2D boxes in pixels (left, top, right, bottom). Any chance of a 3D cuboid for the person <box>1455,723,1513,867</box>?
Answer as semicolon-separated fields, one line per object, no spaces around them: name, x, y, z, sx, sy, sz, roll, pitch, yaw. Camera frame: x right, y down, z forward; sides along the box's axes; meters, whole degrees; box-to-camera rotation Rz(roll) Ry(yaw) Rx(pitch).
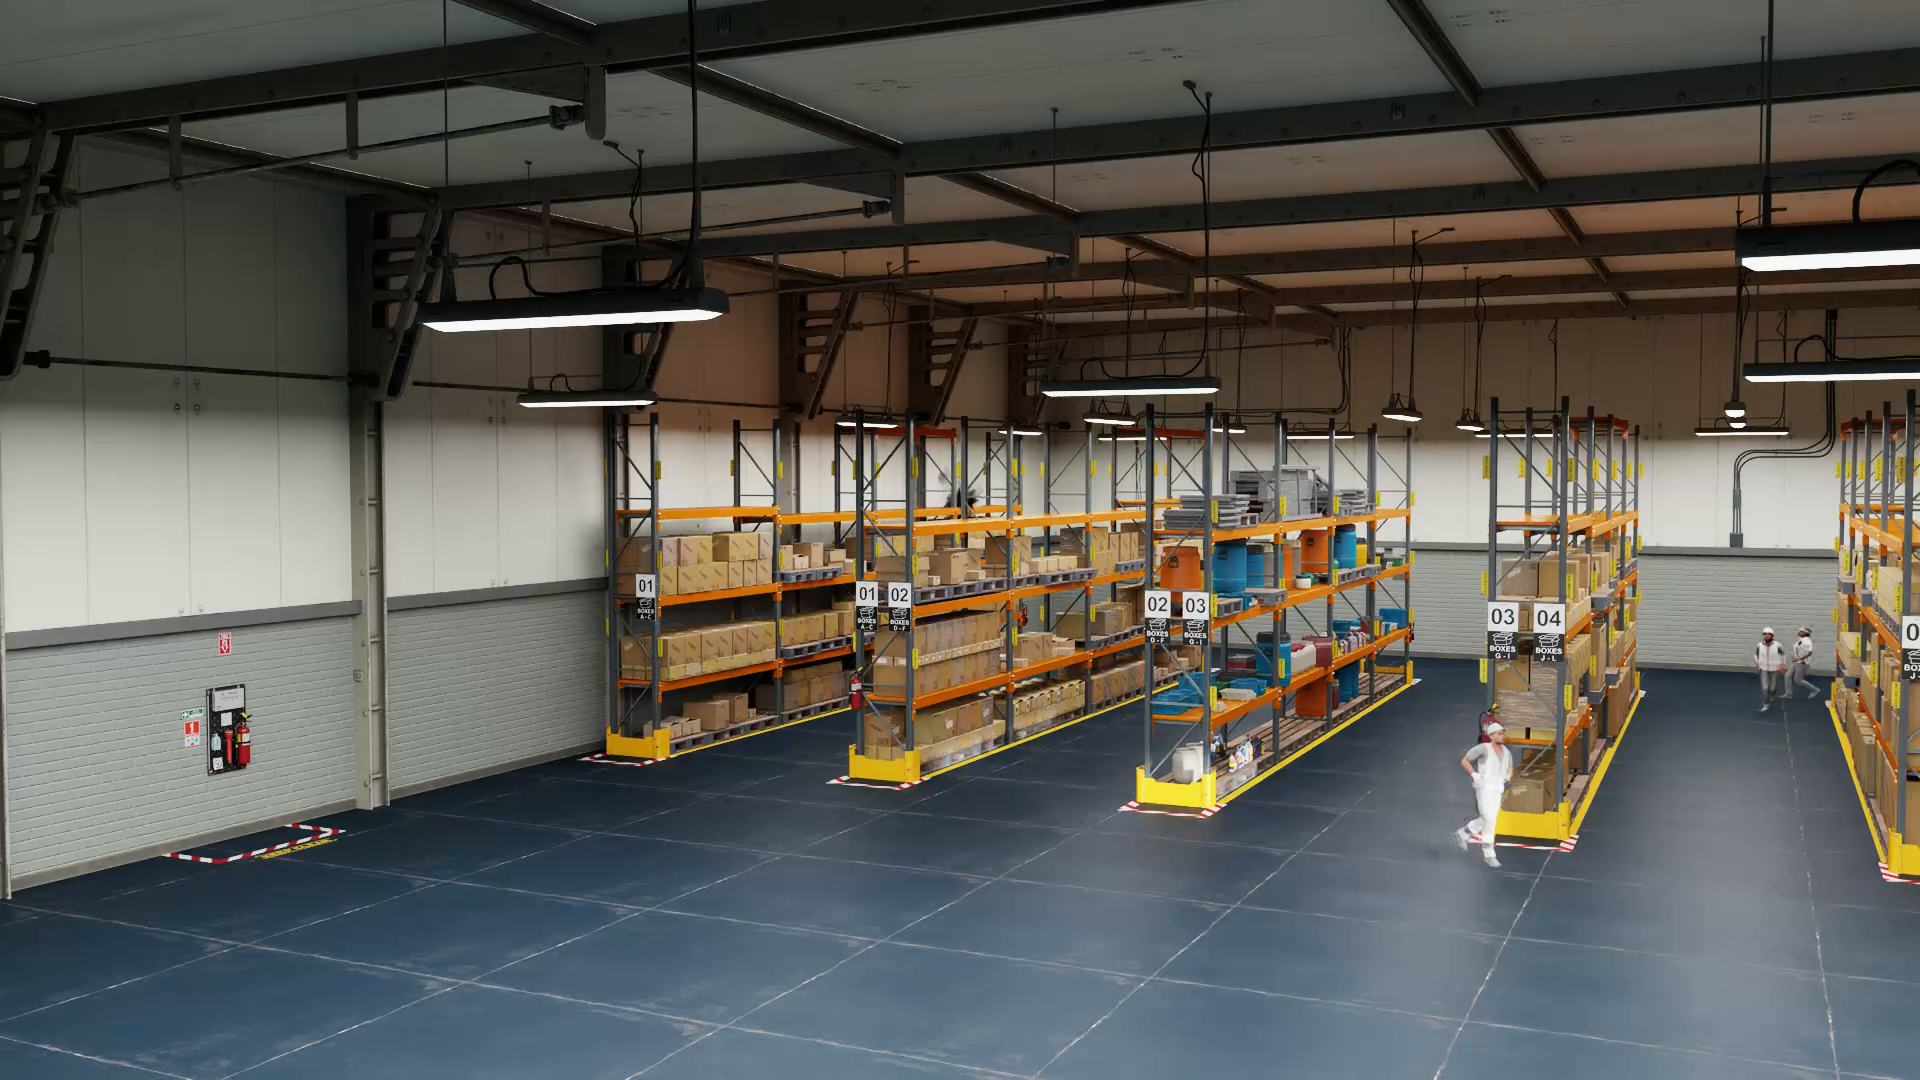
person;6.813;3.238;21.407;0.696;1.771;0.895;-1;3;-23

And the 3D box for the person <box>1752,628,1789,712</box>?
person;16.842;2.694;34.580;0.683;1.750;0.648;2;3;34

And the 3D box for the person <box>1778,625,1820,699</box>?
person;18.275;2.660;36.172;0.776;1.640;0.609;0;2;11
